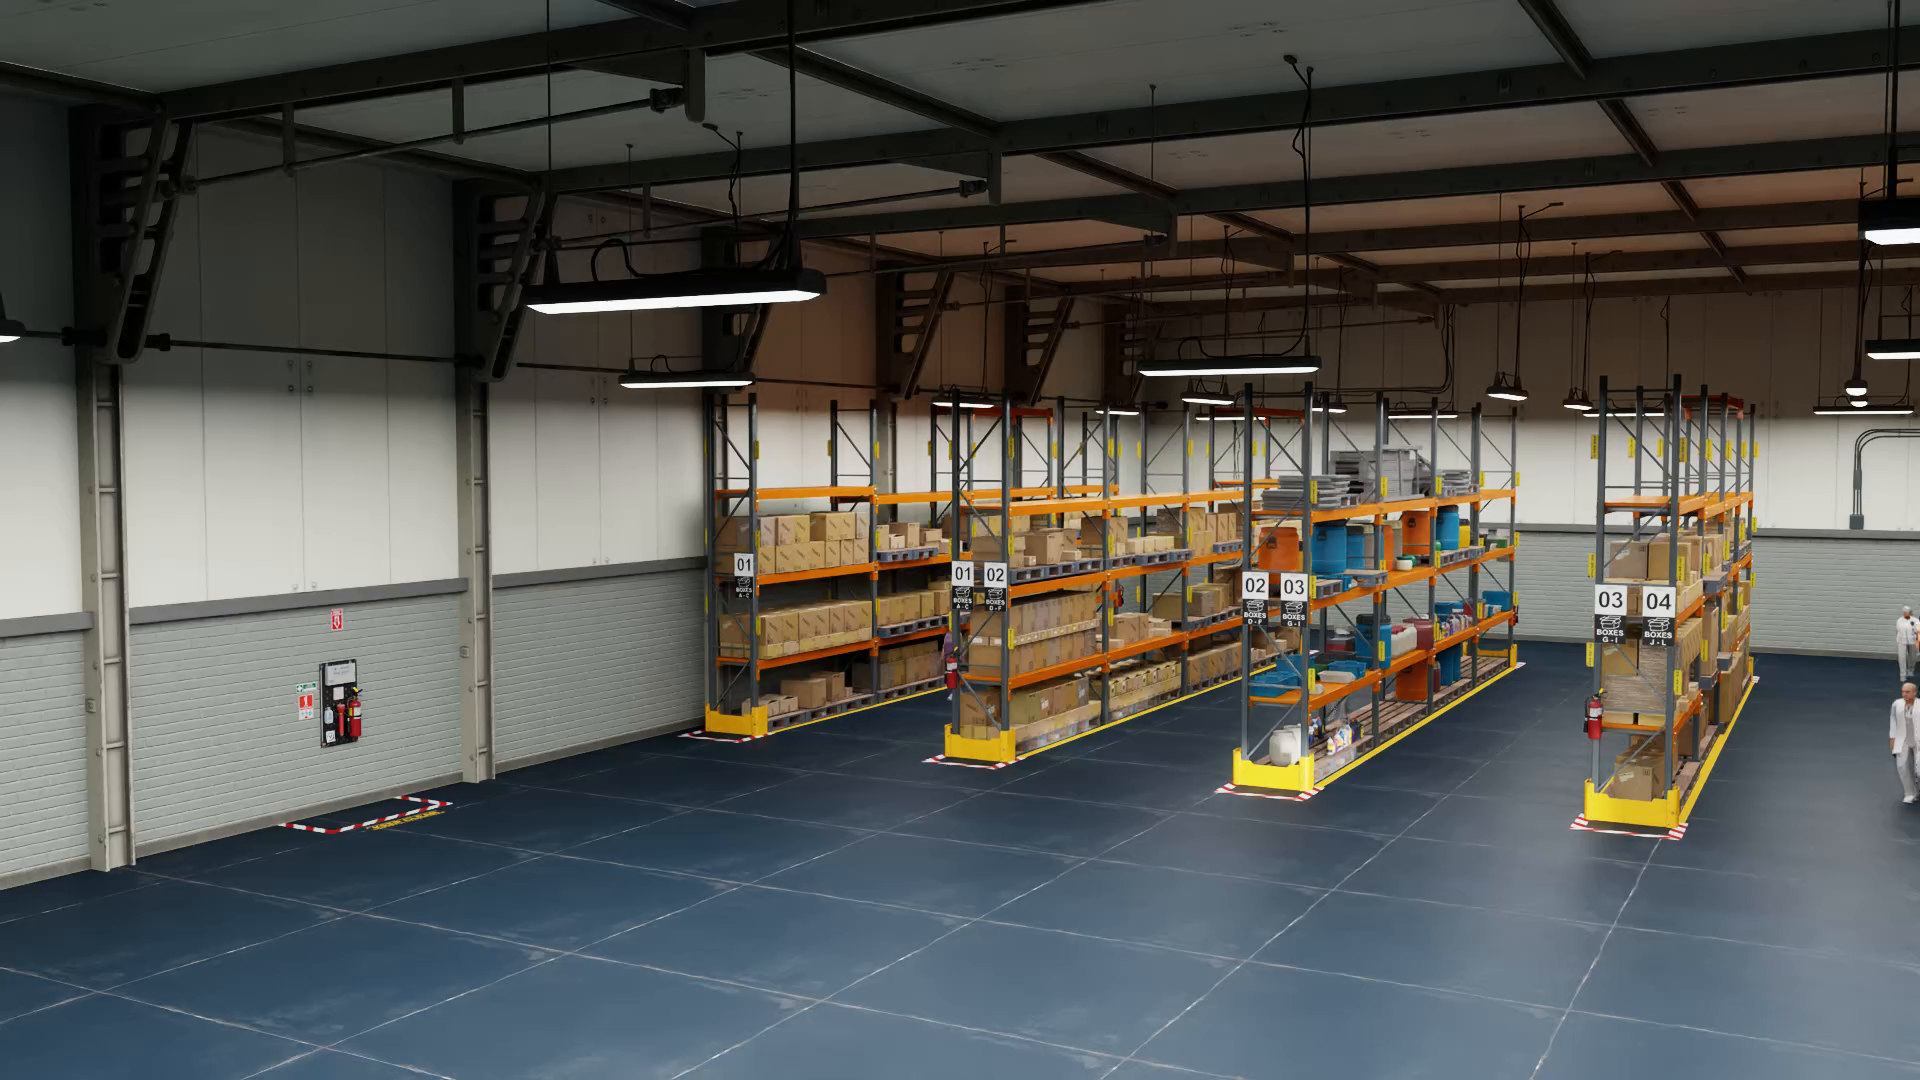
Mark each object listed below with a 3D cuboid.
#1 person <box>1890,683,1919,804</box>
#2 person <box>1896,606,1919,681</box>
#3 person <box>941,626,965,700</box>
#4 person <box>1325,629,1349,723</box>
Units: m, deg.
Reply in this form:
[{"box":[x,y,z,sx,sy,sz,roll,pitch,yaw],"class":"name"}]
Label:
[{"box":[13.629,2.876,23.794,0.620,1.695,0.848,3,4,42],"class":"person"},{"box":[20.580,2.234,36.074,0.469,1.604,1.034,2,3,27],"class":"person"},{"box":[-0.116,2.414,33.533,0.489,1.550,0.740,3,4,42],"class":"person"},{"box":[6.795,2.449,29.617,0.480,1.723,0.558,0,3,-3],"class":"person"}]
